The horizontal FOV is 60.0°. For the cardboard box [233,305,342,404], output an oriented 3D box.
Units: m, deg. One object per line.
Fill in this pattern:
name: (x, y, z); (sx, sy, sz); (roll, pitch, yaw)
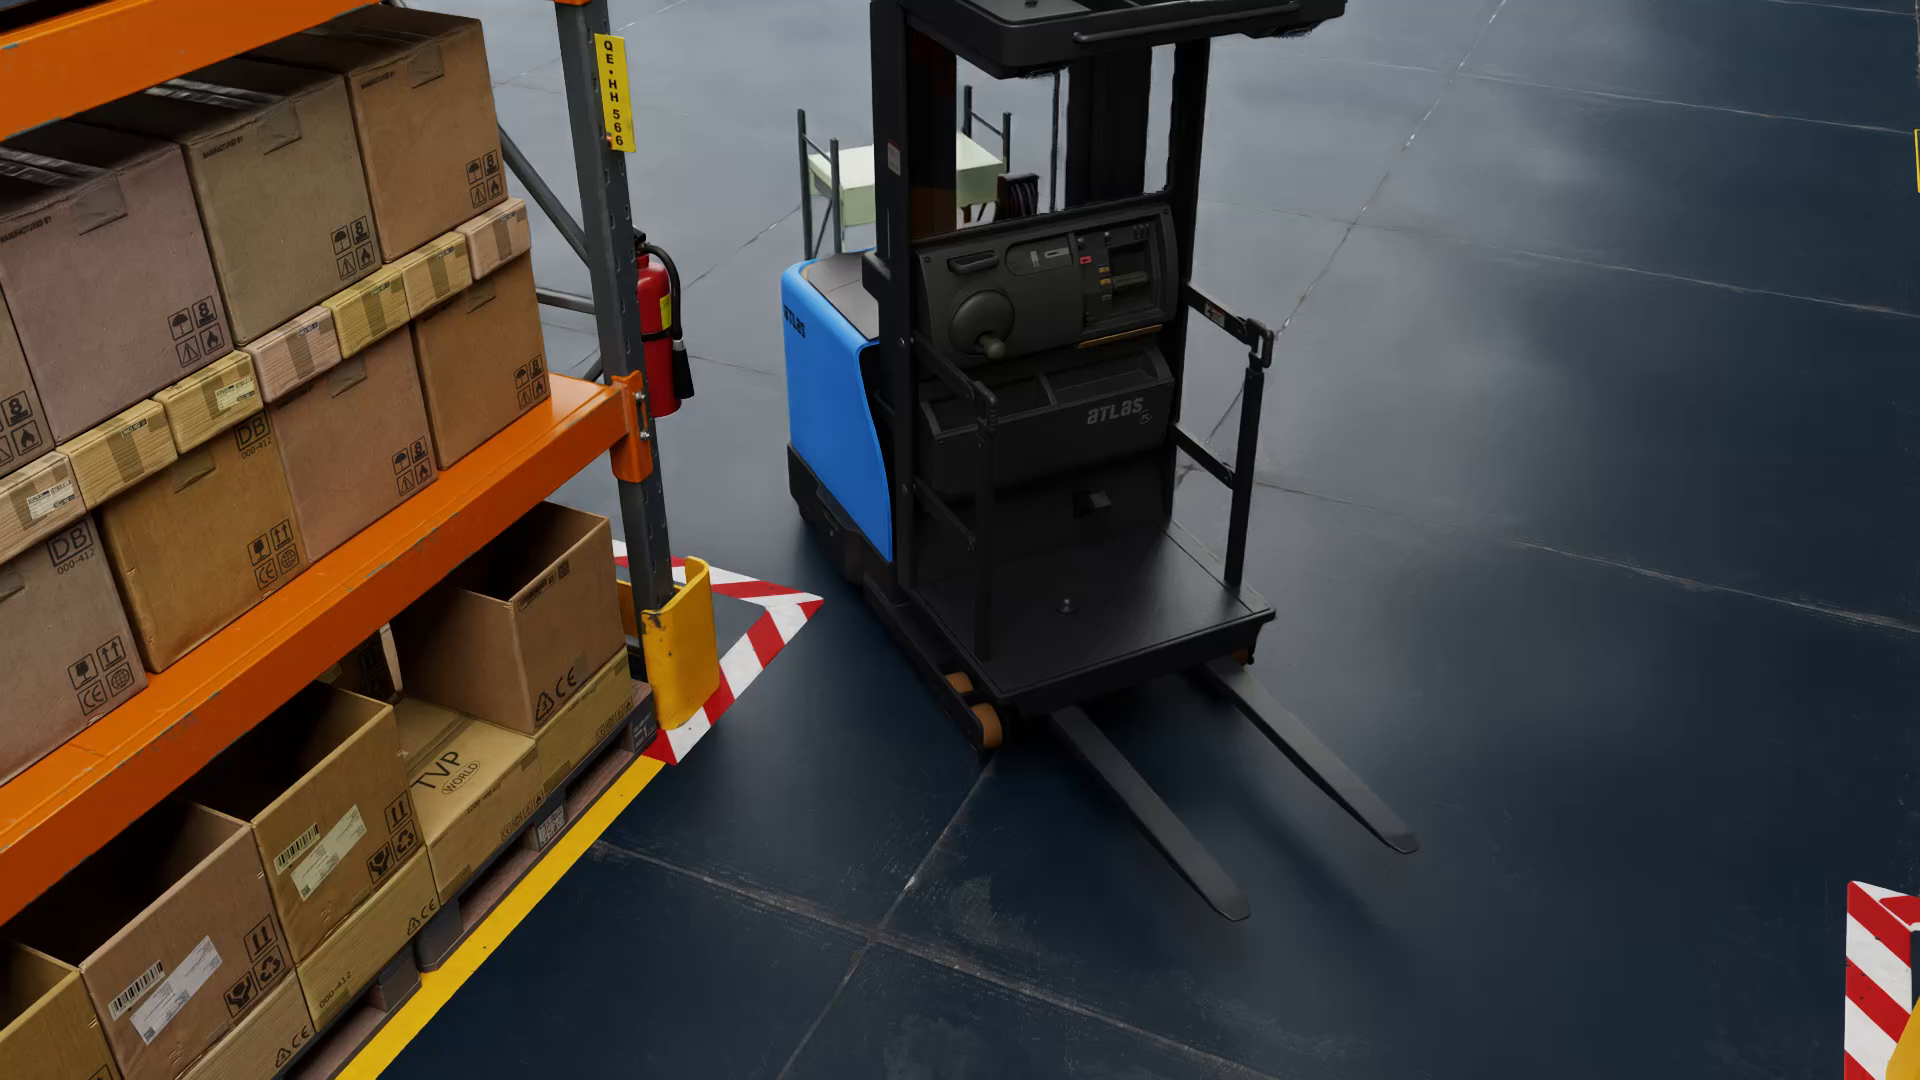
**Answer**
cardboard box: (-1.760, -0.489, 4.077); (0.380, 0.149, 0.250); (15, 36, 21)

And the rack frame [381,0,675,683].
rack frame: (-1.451, -0.793, 5.223); (1.000, 3.000, 0.127); (14, 36, 20)

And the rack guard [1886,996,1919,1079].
rack guard: (3.018, 1.425, 4.121); (1.175, 0.500, 0.348); (14, 36, 20)

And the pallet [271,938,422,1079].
pallet: (-2.245, 1.369, 4.469); (1.003, 0.211, 1.213); (14, 36, 20)

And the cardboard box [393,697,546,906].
cardboard box: (-1.605, 0.768, 4.967); (0.500, 0.250, 0.500); (14, 36, 20)

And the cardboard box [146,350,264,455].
cardboard box: (-1.870, -0.358, 3.878); (0.380, 0.149, 0.250); (15, 36, 22)

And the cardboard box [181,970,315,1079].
cardboard box: (-2.024, 1.266, 4.208); (0.500, 0.250, 0.500); (14, 36, 20)

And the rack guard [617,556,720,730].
rack guard: (-1.441, 0.241, 5.927); (1.175, 0.500, 0.348); (14, 36, 20)

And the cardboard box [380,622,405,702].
cardboard box: (-1.877, 0.398, 5.532); (0.500, 0.250, 0.500); (14, 36, 20)

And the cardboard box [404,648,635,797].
cardboard box: (-1.407, 0.517, 5.351); (0.500, 0.250, 0.500); (14, 36, 20)

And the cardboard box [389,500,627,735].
cardboard box: (-1.405, 0.203, 5.145); (0.500, 0.500, 0.500); (14, 36, 20)

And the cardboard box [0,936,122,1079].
cardboard box: (-2.228, 1.203, 3.620); (0.500, 0.500, 0.500); (14, 36, 20)

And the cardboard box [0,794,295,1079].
cardboard box: (-2.020, 0.954, 4.001); (0.500, 0.500, 0.500); (14, 36, 20)

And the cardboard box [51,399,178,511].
cardboard box: (-1.978, -0.226, 3.677); (0.380, 0.149, 0.250); (15, 36, 22)

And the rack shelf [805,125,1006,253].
rack shelf: (-0.226, -1.409, 6.819); (0.720, 0.370, 0.431); (-14, 36, -21)

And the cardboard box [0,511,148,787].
cardboard box: (-2.303, 0.167, 3.669); (0.700, 0.500, 0.500); (15, 36, 22)

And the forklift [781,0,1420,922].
forklift: (0.399, -0.785, 5.274); (1.130, 2.935, 3.031); (-15, 36, -22)

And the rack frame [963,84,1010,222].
rack frame: (0.106, -1.167, 7.161); (0.023, 1.500, 0.400); (-14, 36, -21)

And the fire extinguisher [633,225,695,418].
fire extinguisher: (-0.980, -0.712, 5.172); (0.296, 0.674, 0.183); (14, 36, 20)

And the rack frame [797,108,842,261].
rack frame: (-0.558, -0.998, 6.904); (0.023, 1.500, 0.400); (-14, 36, -21)

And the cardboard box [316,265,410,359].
cardboard box: (-1.653, -0.614, 4.267); (0.380, 0.149, 0.250); (14, 36, 20)

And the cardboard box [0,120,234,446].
cardboard box: (-2.105, -0.607, 3.665); (0.700, 0.500, 0.500); (14, 36, 21)

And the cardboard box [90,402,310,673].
cardboard box: (-2.086, -0.096, 4.070); (0.700, 0.500, 0.500); (14, 36, 21)

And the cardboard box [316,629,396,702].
cardboard box: (-2.085, 0.334, 4.946); (0.500, 0.500, 0.500); (14, 36, 20)

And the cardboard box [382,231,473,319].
cardboard box: (-1.546, -0.741, 4.462); (0.380, 0.149, 0.250); (15, 36, 22)

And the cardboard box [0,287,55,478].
cardboard box: (-2.315, -0.357, 3.285); (0.700, 0.500, 0.500); (14, 36, 21)

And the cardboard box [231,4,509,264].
cardboard box: (-1.680, -1.121, 4.450); (0.700, 0.500, 0.500); (14, 36, 21)

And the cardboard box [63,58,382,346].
cardboard box: (-1.895, -0.858, 4.048); (0.700, 0.500, 0.500); (13, 36, 19)

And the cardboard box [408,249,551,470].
cardboard box: (-1.658, -0.605, 4.846); (0.700, 0.500, 0.500); (14, 36, 20)

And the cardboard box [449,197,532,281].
cardboard box: (-1.438, -0.872, 4.661); (0.380, 0.149, 0.250); (14, 36, 20)

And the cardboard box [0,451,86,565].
cardboard box: (-2.085, -0.099, 3.482); (0.380, 0.149, 0.250); (14, 36, 20)

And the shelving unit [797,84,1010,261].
shelving unit: (-0.226, -1.082, 7.033); (0.755, 1.500, 0.431); (-14, 36, -21)

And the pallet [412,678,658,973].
pallet: (-1.733, 0.764, 5.392); (1.003, 0.211, 1.213); (14, 36, 20)

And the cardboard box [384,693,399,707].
cardboard box: (-2.083, 0.648, 5.151); (0.500, 0.250, 0.500); (14, 36, 20)

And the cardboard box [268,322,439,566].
cardboard box: (-1.873, -0.342, 4.445); (0.700, 0.500, 0.500); (15, 36, 22)

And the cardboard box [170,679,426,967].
cardboard box: (-1.810, 0.705, 4.380); (0.500, 0.500, 0.500); (14, 36, 20)

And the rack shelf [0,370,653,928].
rack shelf: (-2.288, 0.504, 3.901); (1.077, 0.370, 4.000); (14, 36, 20)

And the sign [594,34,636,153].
sign: (-0.964, -1.244, 4.640); (0.100, 0.325, 0.005); (14, 36, 20)

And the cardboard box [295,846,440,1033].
cardboard box: (-1.813, 1.018, 4.587); (0.500, 0.250, 0.500); (14, 36, 20)
